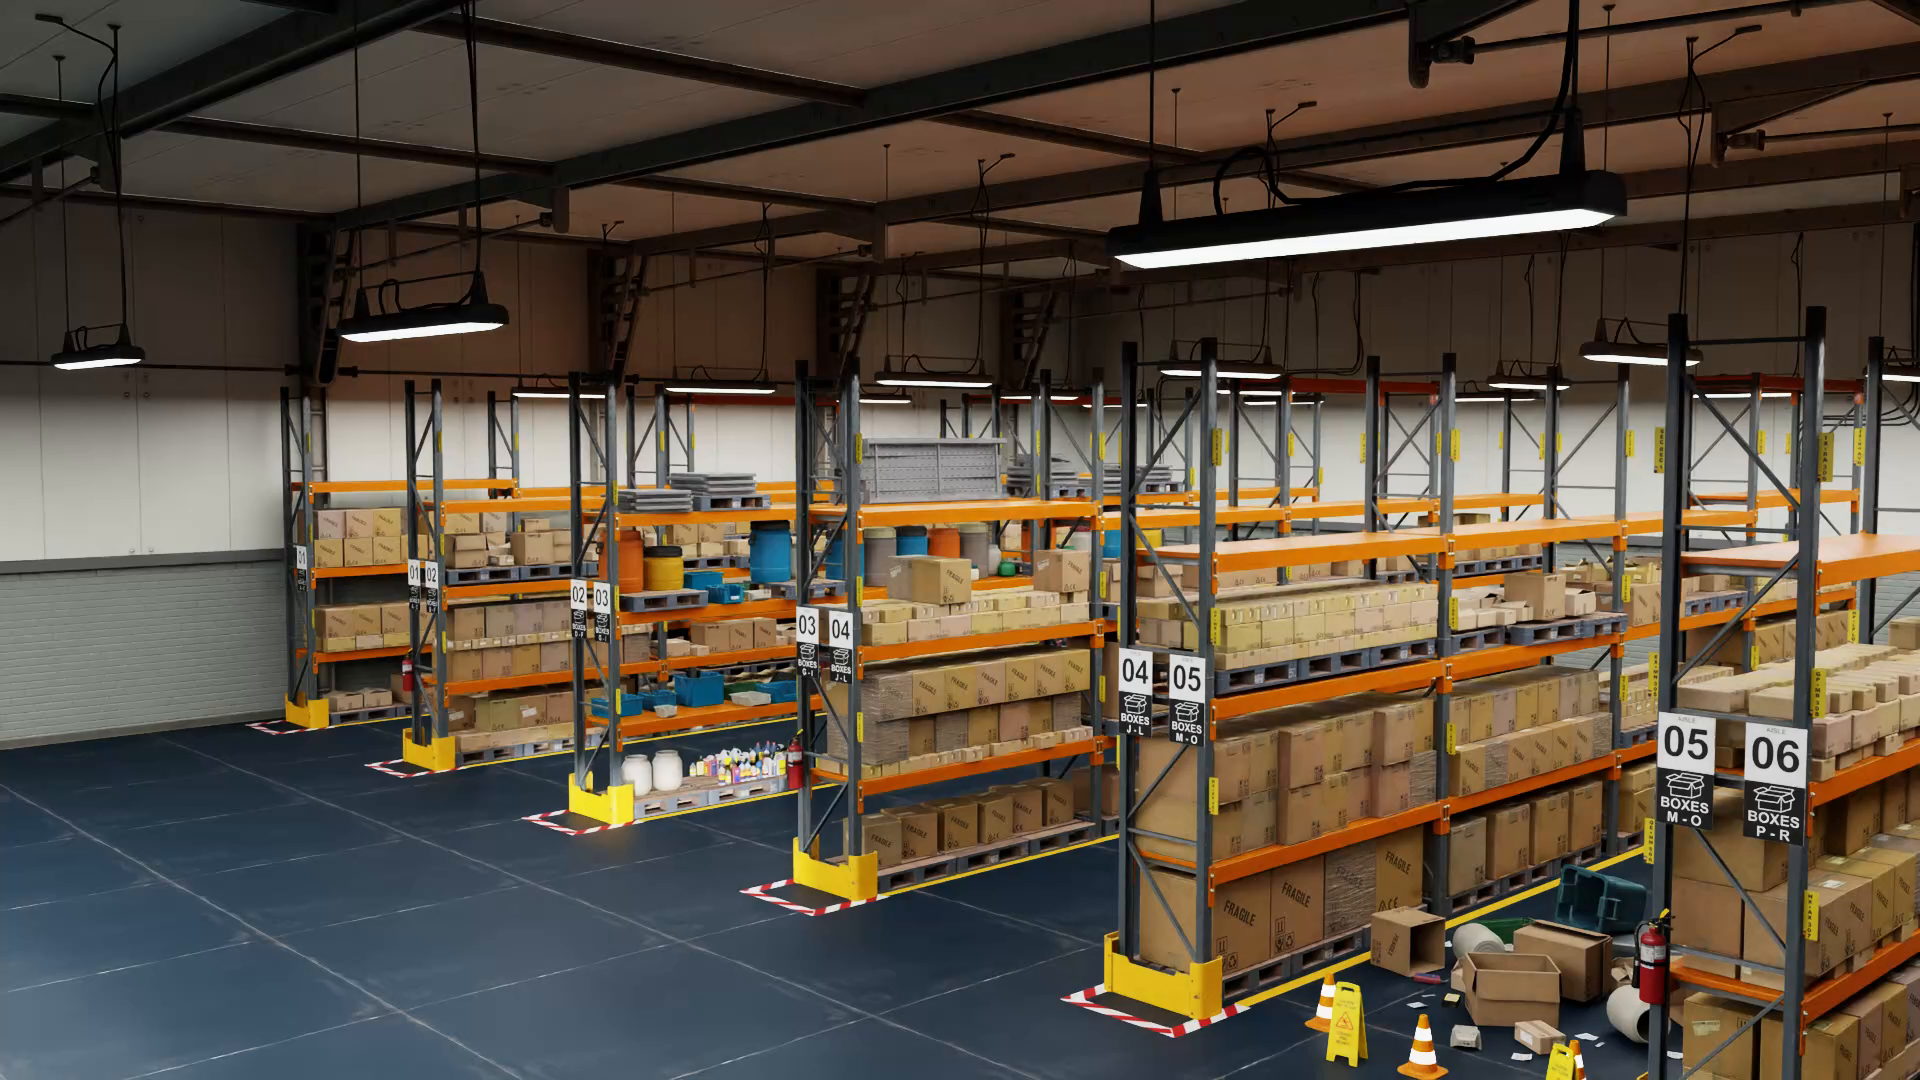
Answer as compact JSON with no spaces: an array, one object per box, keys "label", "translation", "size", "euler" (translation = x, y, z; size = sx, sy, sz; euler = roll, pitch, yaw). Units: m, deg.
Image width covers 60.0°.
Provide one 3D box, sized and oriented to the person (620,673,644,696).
[{"label":"person","translation":[-6.361,2.310,31.625],"size":[0.493,1.620,0.934],"euler":[1,4,22]}]
